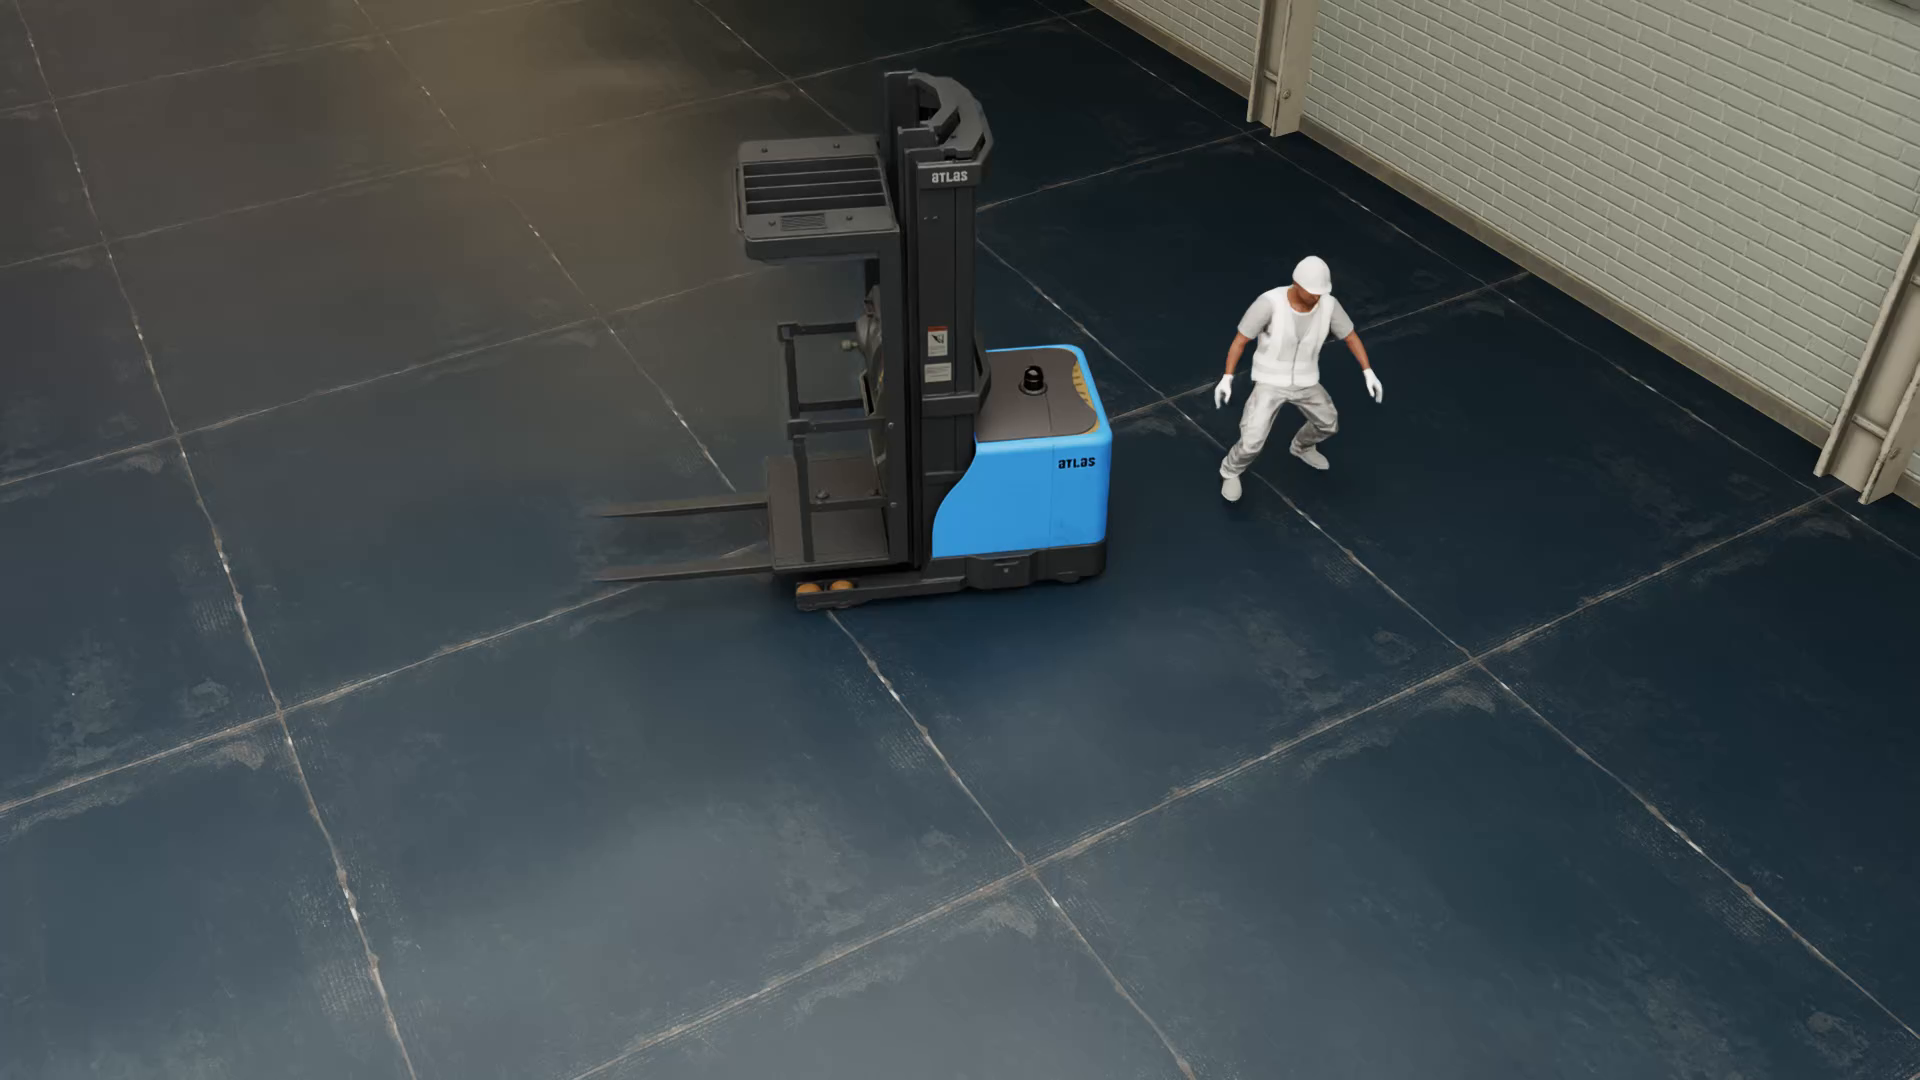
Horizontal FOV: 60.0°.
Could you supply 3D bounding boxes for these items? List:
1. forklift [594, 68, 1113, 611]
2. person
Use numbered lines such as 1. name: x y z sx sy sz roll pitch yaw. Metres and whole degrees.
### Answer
1. forklift: -0.679 -1.068 9.324 3.031 2.935 1.130 -5 40 -6
2. person: 2.065 -1.011 10.281 1.014 1.645 0.660 -5 40 -7
